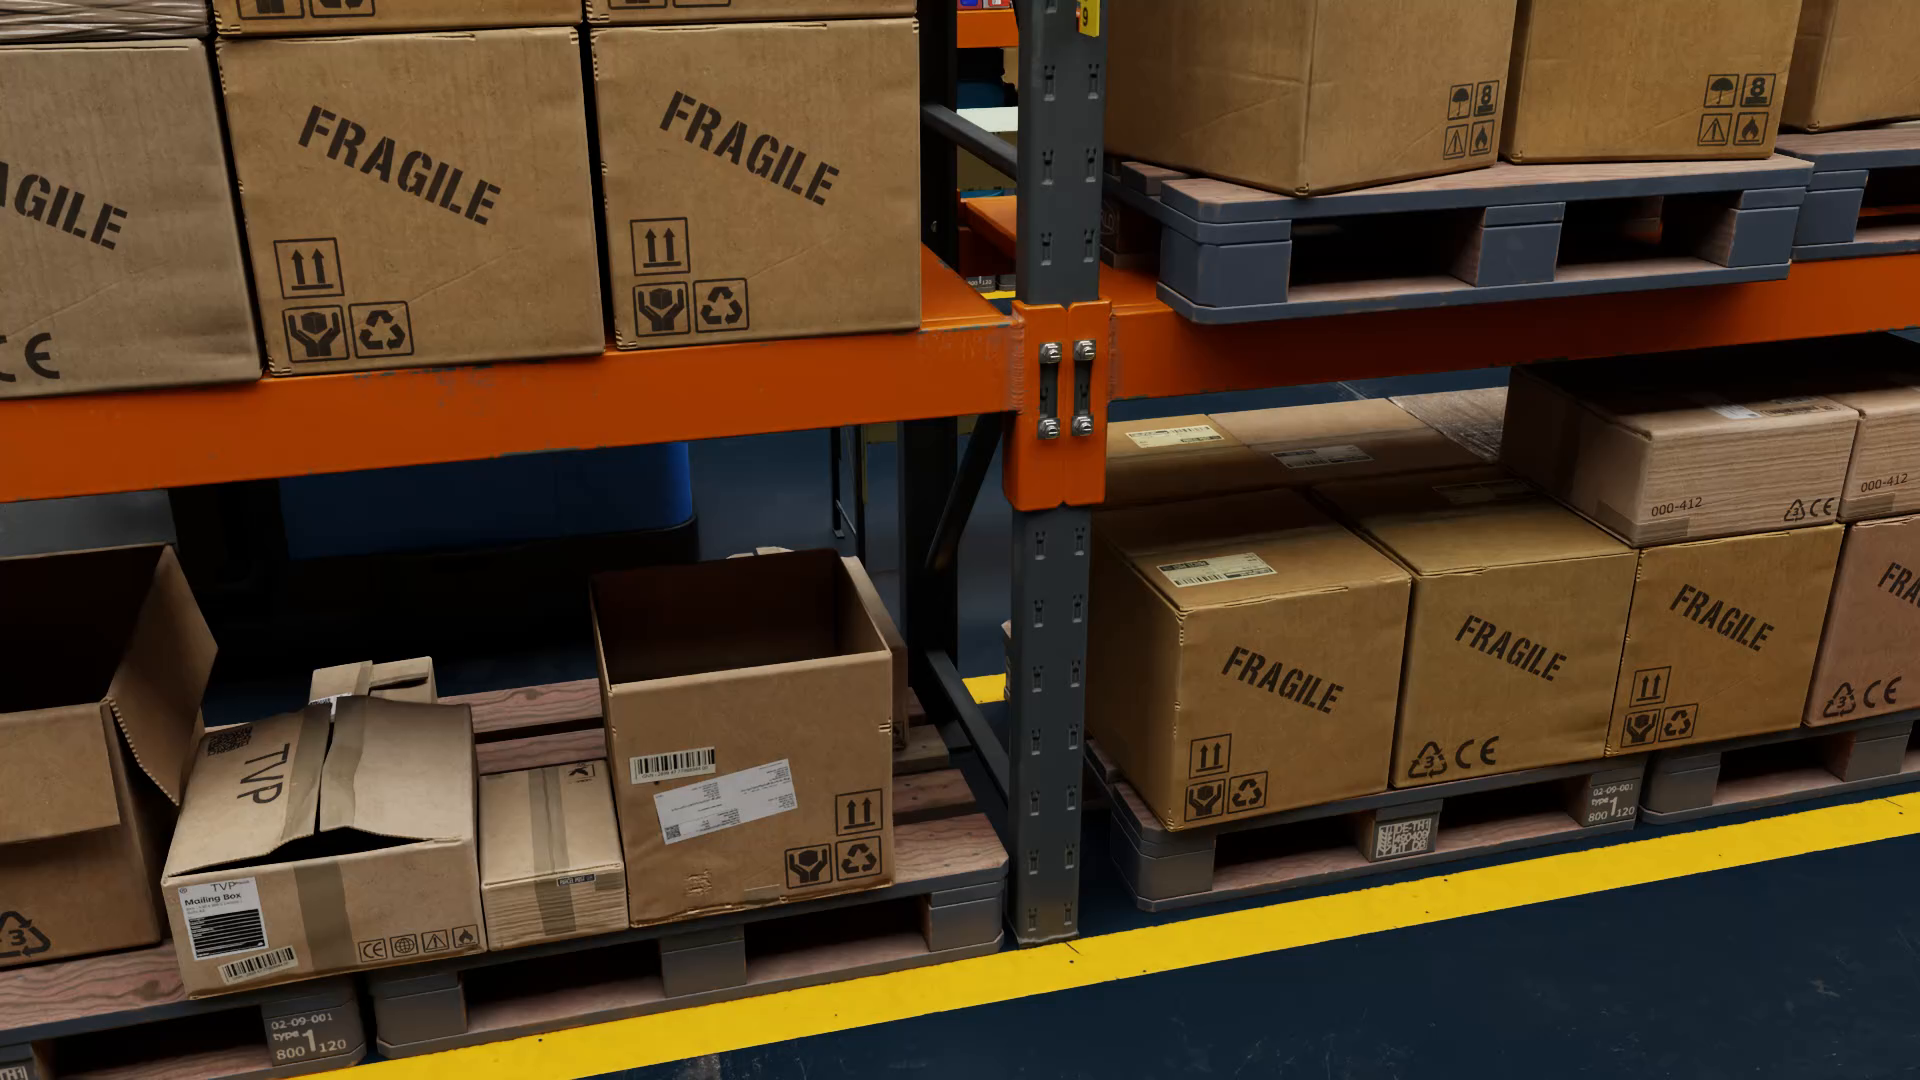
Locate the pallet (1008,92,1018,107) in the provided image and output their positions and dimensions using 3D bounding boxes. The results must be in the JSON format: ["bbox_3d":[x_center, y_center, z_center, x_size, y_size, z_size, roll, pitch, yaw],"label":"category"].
[{"bbox_3d":[0.444,-3.604,13.381,1.213,0.211,1.003,-6,24,-14],"label":"pallet"}]

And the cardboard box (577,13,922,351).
[{"bbox_3d":[-0.367,-0.648,2.830,0.500,0.500,0.500,-6,24,-13],"label":"cardboard box"}]

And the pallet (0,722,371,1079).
[{"bbox_3d":[-1.793,0.733,3.275,1.213,0.211,1.003,-6,24,-14],"label":"pallet"}]

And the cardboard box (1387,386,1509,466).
[{"bbox_3d":[1.404,-0.071,4.223,0.500,0.500,0.500,-6,24,-14],"label":"cardboard box"}]

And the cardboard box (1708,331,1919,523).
[{"bbox_3d":[2.022,-0.270,3.737,0.500,0.250,0.500,-7,24,-15],"label":"cardboard box"}]

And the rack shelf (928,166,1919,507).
[{"bbox_3d":[1.971,-0.635,3.839,4.000,0.370,1.077,-6,24,-14],"label":"rack shelf"}]

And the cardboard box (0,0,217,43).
[{"bbox_3d":[-1.350,-0.997,2.375,0.500,0.500,0.500,-6,24,-14],"label":"cardboard box"}]

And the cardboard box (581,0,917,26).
[{"bbox_3d":[-0.372,-1.106,2.629,0.500,0.500,0.500,-6,24,-14],"label":"cardboard box"}]

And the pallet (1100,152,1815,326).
[{"bbox_3d":[0.844,-0.708,3.341,1.213,0.211,1.003,-6,24,-14],"label":"pallet"}]

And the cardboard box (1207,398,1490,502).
[{"bbox_3d":[0.921,-0.017,4.098,0.500,0.500,0.500,-6,24,-14],"label":"cardboard box"}]

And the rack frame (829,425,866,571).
[{"bbox_3d":[-0.346,-0.651,4.865,0.023,1.500,0.400,-6,24,-14],"label":"rack frame"}]

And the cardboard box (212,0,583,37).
[{"bbox_3d":[-0.865,-1.051,2.500,0.500,0.500,0.500,-7,24,-15],"label":"cardboard box"}]

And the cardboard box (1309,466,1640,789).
[{"bbox_3d":[1.087,0.173,3.654,0.500,0.500,0.500,-6,24,-14],"label":"cardboard box"}]

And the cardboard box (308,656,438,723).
[{"bbox_3d":[-1.248,0.405,3.537,0.250,0.166,0.380,-6,24,-14],"label":"cardboard box"}]

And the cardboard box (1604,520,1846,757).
[{"bbox_3d":[1.570,0.123,3.771,0.500,0.500,0.500,-6,24,-14],"label":"cardboard box"}]

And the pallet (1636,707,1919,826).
[{"bbox_3d":[1.995,0.296,4.292,1.213,0.211,1.003,-6,24,-14],"label":"pallet"}]

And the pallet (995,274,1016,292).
[{"bbox_3d":[0.641,-1.550,8.595,1.213,0.211,1.003,-6,24,-14],"label":"pallet"}]

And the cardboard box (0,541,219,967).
[{"bbox_3d":[-1.763,0.394,3.136,0.637,0.503,0.797,-6,24,-14],"label":"cardboard box"}]

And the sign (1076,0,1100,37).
[{"bbox_3d":[0.199,-0.946,2.552,0.005,0.325,0.100,-6,24,-14],"label":"sign"}]

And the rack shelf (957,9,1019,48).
[{"bbox_3d":[0.636,-2.516,8.223,4.000,0.370,1.077,-6,24,-14],"label":"rack shelf"}]

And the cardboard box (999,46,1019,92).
[{"bbox_3d":[0.554,-4.091,13.143,0.875,0.875,1.225,-7,24,-17],"label":"cardboard box"}]

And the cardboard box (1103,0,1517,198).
[{"bbox_3d":[0.561,-0.958,3.018,0.500,0.500,0.700,-16,28,-32],"label":"cardboard box"}]

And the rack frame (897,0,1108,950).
[{"bbox_3d":[0.045,-0.753,3.201,0.127,3.000,1.000,-6,24,-14],"label":"rack frame"}]

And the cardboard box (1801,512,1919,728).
[{"bbox_3d":[2.057,0.069,3.896,0.500,0.500,0.500,-7,24,-16],"label":"cardboard box"}]

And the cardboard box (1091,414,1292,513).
[{"bbox_3d":[0.443,0.032,3.983,0.500,0.500,0.500,-6,24,-15],"label":"cardboard box"}]

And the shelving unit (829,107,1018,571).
[{"bbox_3d":[0.006,-0.690,4.956,0.755,1.500,0.431,-6,24,-14],"label":"shelving unit"}]

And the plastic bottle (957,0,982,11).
[{"bbox_3d":[0.034,-2.552,7.542,0.133,0.283,0.061,-6,24,-14],"label":"plastic bottle"}]

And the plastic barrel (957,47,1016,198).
[{"bbox_3d":[-0.079,-1.990,8.211,0.708,0.901,0.600,-6,24,-14],"label":"plastic barrel"}]

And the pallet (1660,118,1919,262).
[{"bbox_3d":[2.025,-0.882,3.745,1.213,0.211,1.003,-6,24,-14],"label":"pallet"}]

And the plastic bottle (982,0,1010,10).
[{"bbox_3d":[0.151,-2.580,7.617,0.135,0.276,0.152,-6,24,-14],"label":"plastic bottle"}]

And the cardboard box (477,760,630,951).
[{"bbox_3d":[-0.772,0.586,3.138,0.250,0.149,0.380,-6,24,-14],"label":"cardboard box"}]

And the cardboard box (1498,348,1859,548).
[{"bbox_3d":[1.539,-0.217,3.612,0.500,0.250,0.500,-6,24,-14],"label":"cardboard box"}]

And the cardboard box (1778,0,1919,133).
[{"bbox_3d":[1.729,-1.204,3.592,0.500,0.500,0.700,-13,26,-28],"label":"cardboard box"}]

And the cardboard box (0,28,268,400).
[{"bbox_3d":[-1.357,-0.537,2.571,0.500,0.500,0.500,-6,24,-13],"label":"cardboard box"}]

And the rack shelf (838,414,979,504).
[{"bbox_3d":[0.006,-0.390,5.084,0.720,0.370,0.431,-6,24,-14],"label":"rack shelf"}]

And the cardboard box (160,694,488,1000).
[{"bbox_3d":[-1.149,0.529,3.066,0.500,0.311,0.500,-6,24,-14],"label":"cardboard box"}]

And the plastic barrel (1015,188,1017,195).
[{"bbox_3d":[0.488,-1.837,8.349,0.421,0.512,0.421,0,23,0],"label":"plastic barrel"}]

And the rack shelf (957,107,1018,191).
[{"bbox_3d":[0.006,-1.049,4.802,0.720,0.370,0.431,-6,24,-14],"label":"rack shelf"}]

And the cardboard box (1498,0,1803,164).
[{"bbox_3d":[1.206,-1.055,3.245,0.500,0.500,0.700,-3,23,-6],"label":"cardboard box"}]

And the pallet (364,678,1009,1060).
[{"bbox_3d":[-0.617,0.601,3.581,1.213,0.211,1.003,-6,24,-14],"label":"pallet"}]

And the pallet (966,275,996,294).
[{"bbox_3d":[-0.535,-1.419,8.289,1.213,0.211,1.003,-6,24,-14],"label":"pallet"}]

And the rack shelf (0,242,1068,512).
[{"bbox_3d":[-1.881,-0.209,2.846,4.000,0.370,1.077,-6,24,-14],"label":"rack shelf"}]

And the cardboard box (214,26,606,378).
[{"bbox_3d":[-0.863,-0.593,2.701,0.500,0.500,0.500,-6,24,-13],"label":"cardboard box"}]

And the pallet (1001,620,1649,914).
[{"bbox_3d":[0.818,0.427,3.986,1.213,0.211,1.003,-6,24,-14],"label":"pallet"}]

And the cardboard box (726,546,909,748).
[{"bbox_3d":[-0.418,0.243,3.732,0.500,0.311,0.500,-6,24,-14],"label":"cardboard box"}]

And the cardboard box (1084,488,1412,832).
[{"bbox_3d":[0.576,0.234,3.512,0.500,0.500,0.500,-7,24,-17],"label":"cardboard box"}]

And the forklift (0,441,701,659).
[{"bbox_3d":[-2.304,-1.163,4.243,3.031,2.935,1.130,-5,24,-12],"label":"forklift"}]

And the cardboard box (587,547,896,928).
[{"bbox_3d":[-0.427,0.362,3.215,0.500,0.500,0.500,-6,24,-14],"label":"cardboard box"}]

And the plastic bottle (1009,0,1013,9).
[{"bbox_3d":[0.270,-2.548,7.636,0.097,0.201,0.097,0,23,0],"label":"plastic bottle"}]
